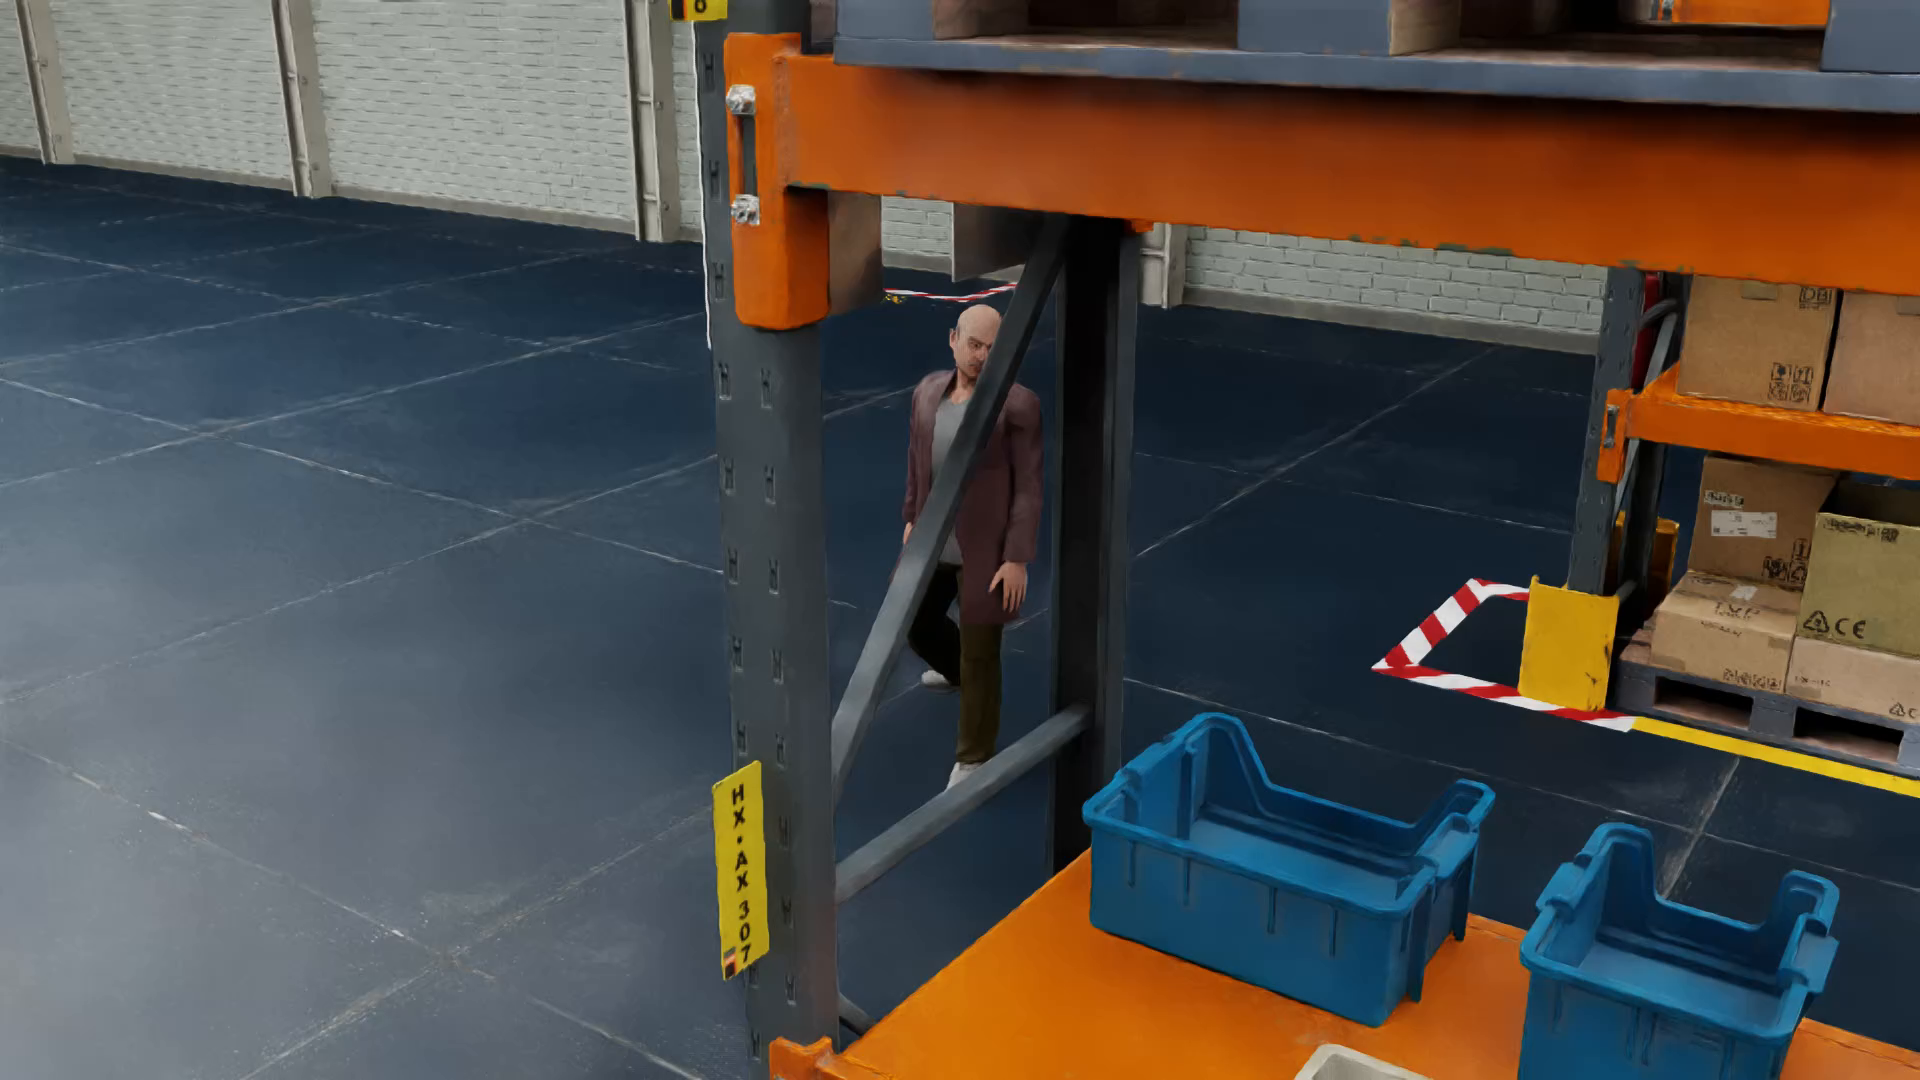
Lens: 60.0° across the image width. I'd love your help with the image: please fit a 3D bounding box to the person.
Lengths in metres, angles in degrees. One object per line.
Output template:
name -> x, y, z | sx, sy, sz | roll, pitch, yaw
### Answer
person -> 0.007, -0.005, 6.104 | 0.787, 1.775, 0.661 | 14, 24, 35
